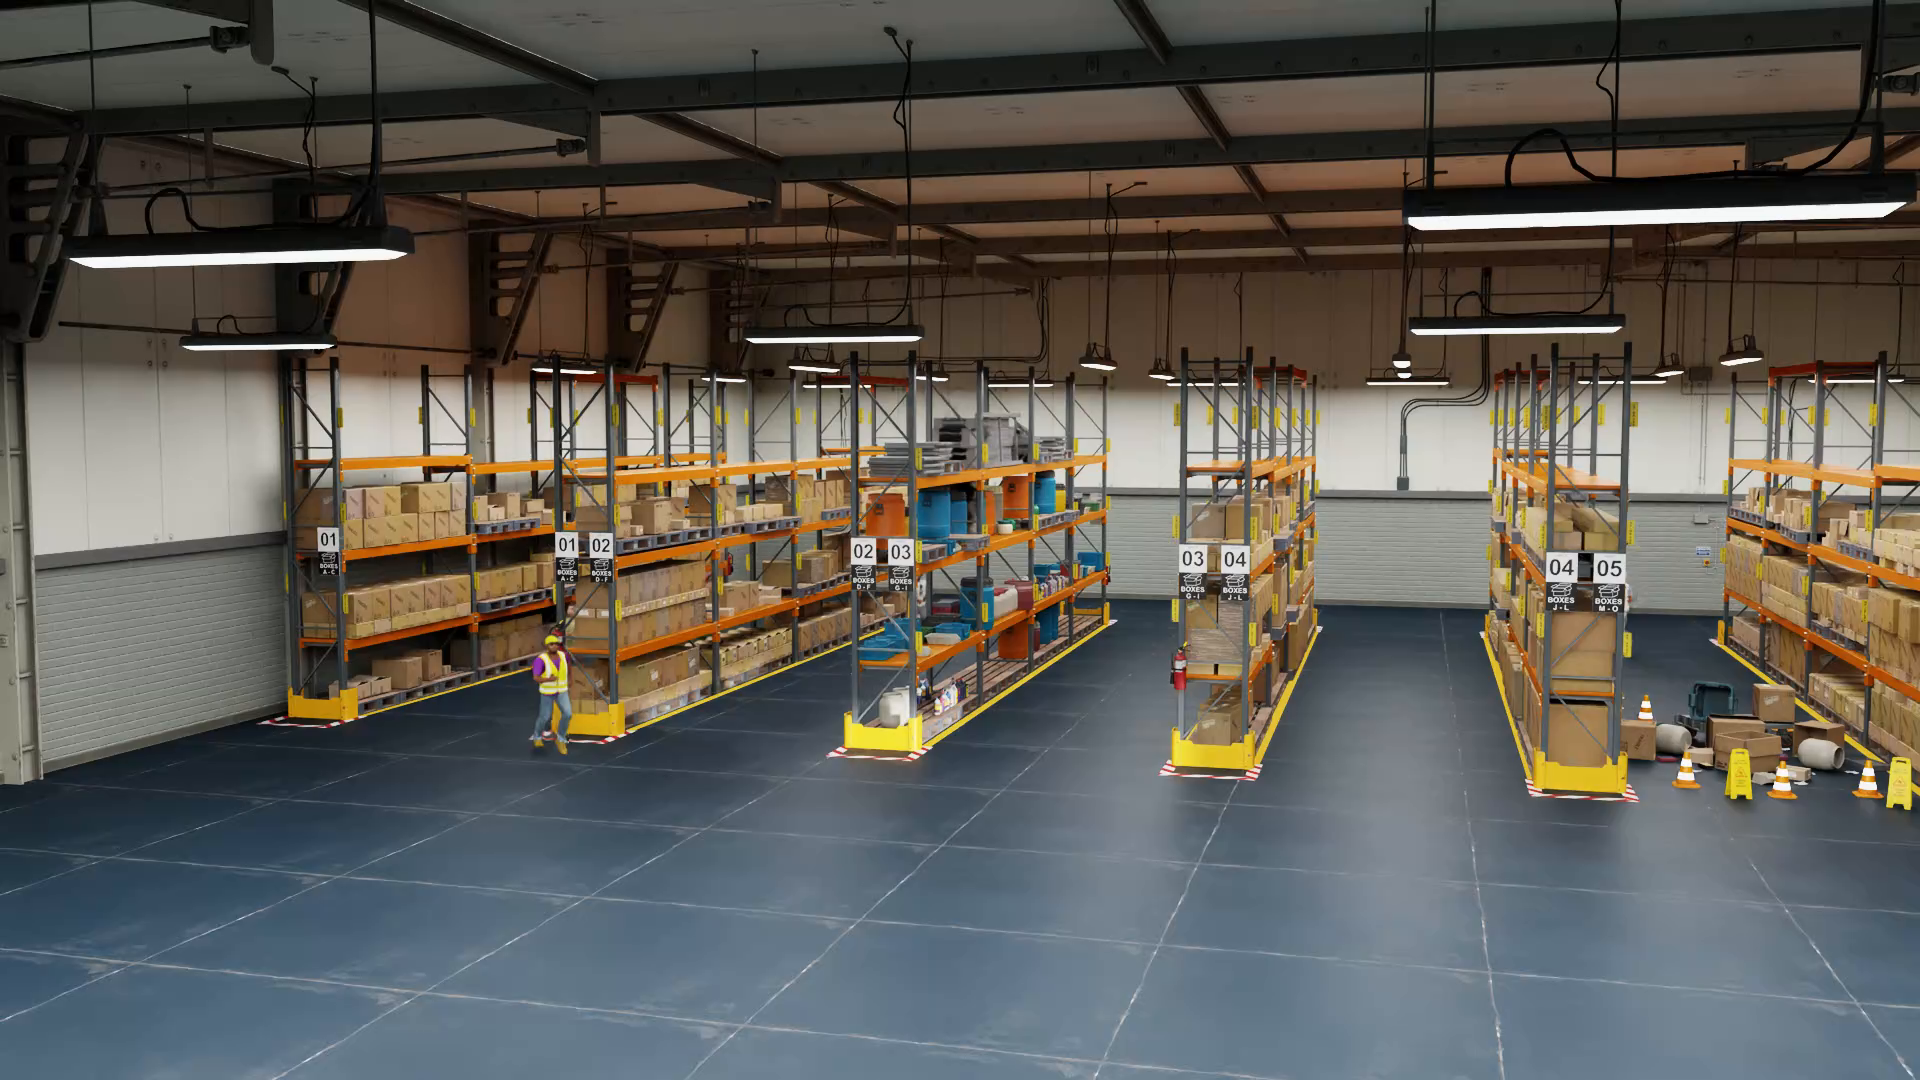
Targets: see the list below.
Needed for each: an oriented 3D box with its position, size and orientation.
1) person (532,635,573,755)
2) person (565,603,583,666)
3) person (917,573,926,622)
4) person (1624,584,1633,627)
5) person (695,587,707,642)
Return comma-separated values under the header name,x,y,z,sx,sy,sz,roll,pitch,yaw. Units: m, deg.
name,x,y,z,sx,sy,sz,roll,pitch,yaw
person,-6.063,2.302,24.835,0.714,1.797,0.883,-3,5,-36
person,-6.908,1.961,29.672,0.564,1.681,0.908,1,4,15
person,-0.898,1.480,36.746,0.533,1.705,1.087,1,4,11
person,14.077,1.540,35.585,0.643,1.719,0.752,0,4,6
person,-5.378,1.604,34.202,0.608,1.833,0.855,1,4,16
